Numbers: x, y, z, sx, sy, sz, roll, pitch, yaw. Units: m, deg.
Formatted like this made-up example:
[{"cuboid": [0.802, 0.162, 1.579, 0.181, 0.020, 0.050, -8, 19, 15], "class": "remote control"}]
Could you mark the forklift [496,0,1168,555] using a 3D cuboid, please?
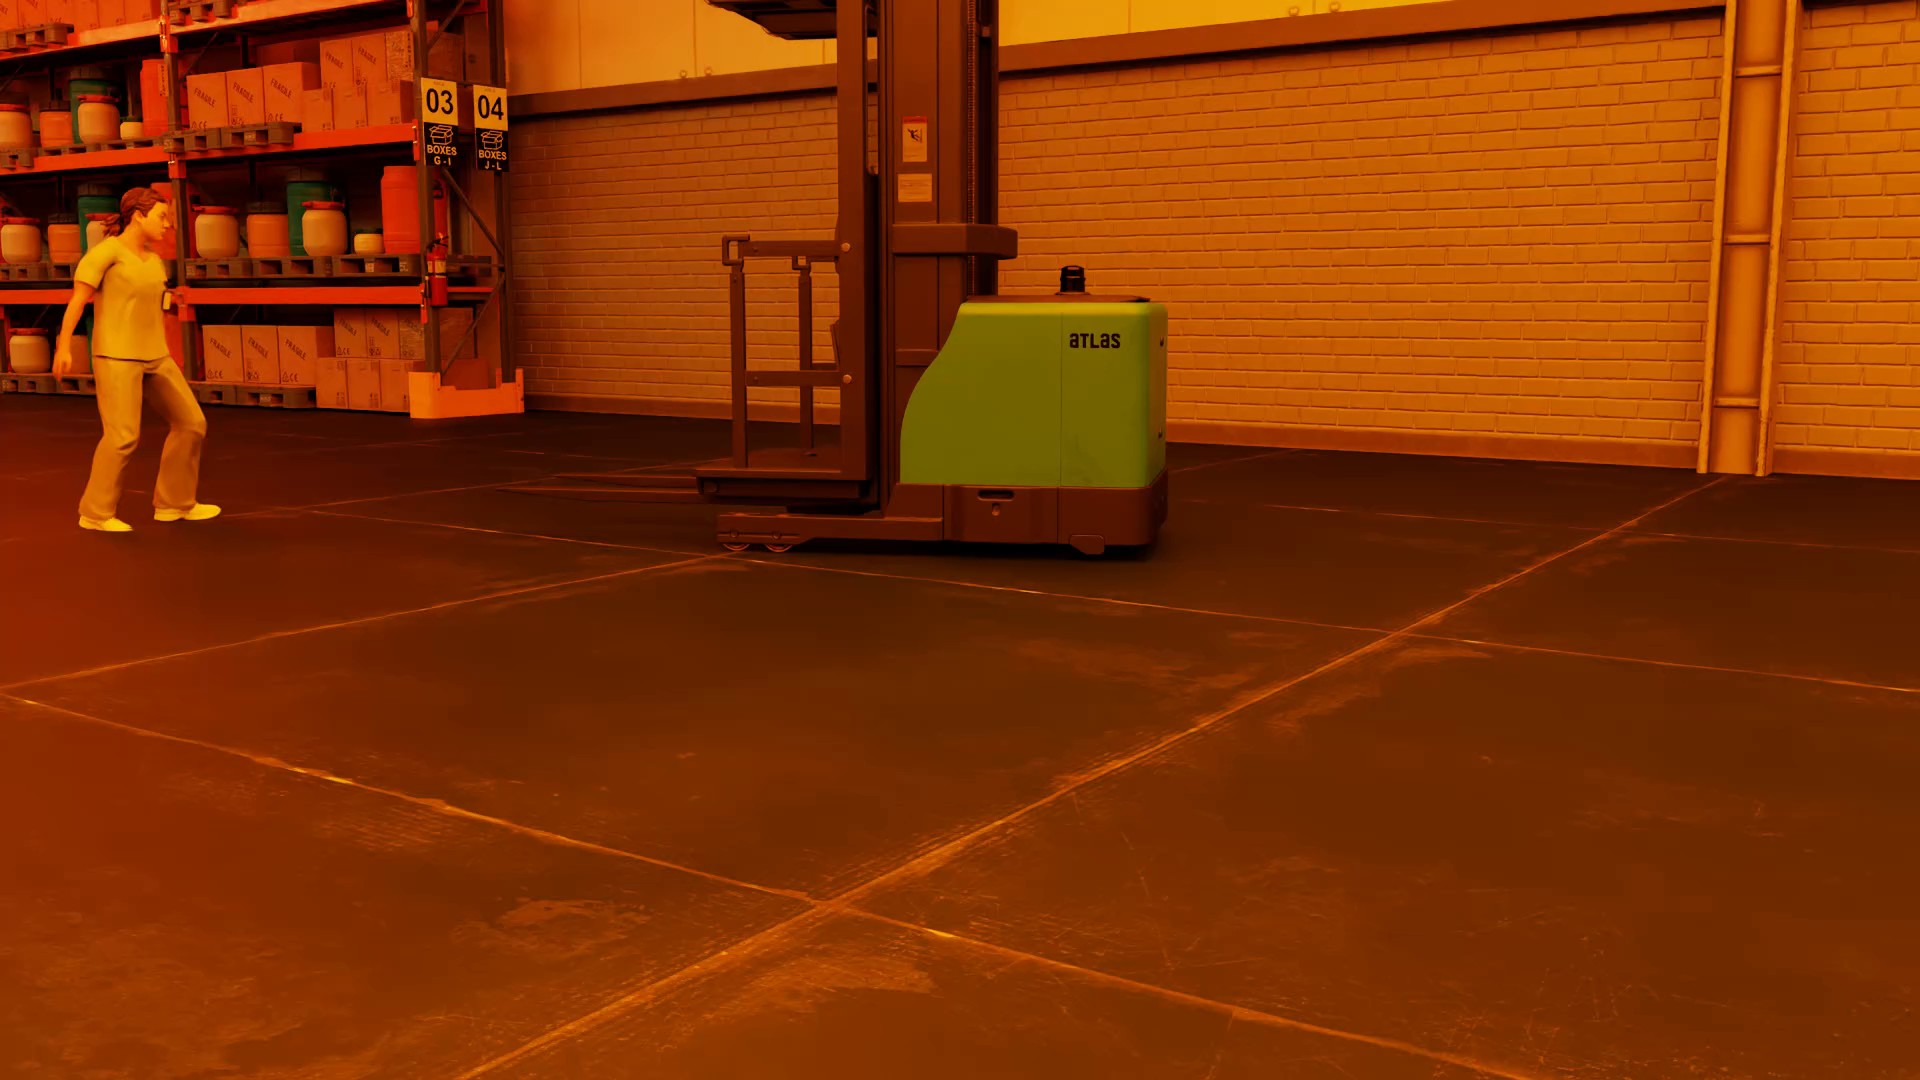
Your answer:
[{"cuboid": [-0.596, -1.469, 7.520, 3.031, 2.935, 1.130, 2, 8, 12], "class": "forklift"}]

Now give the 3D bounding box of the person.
[{"cuboid": [-3.984, -0.855, 7.972, 0.425, 1.645, 0.799, 3, 9, 20], "class": "person"}]
